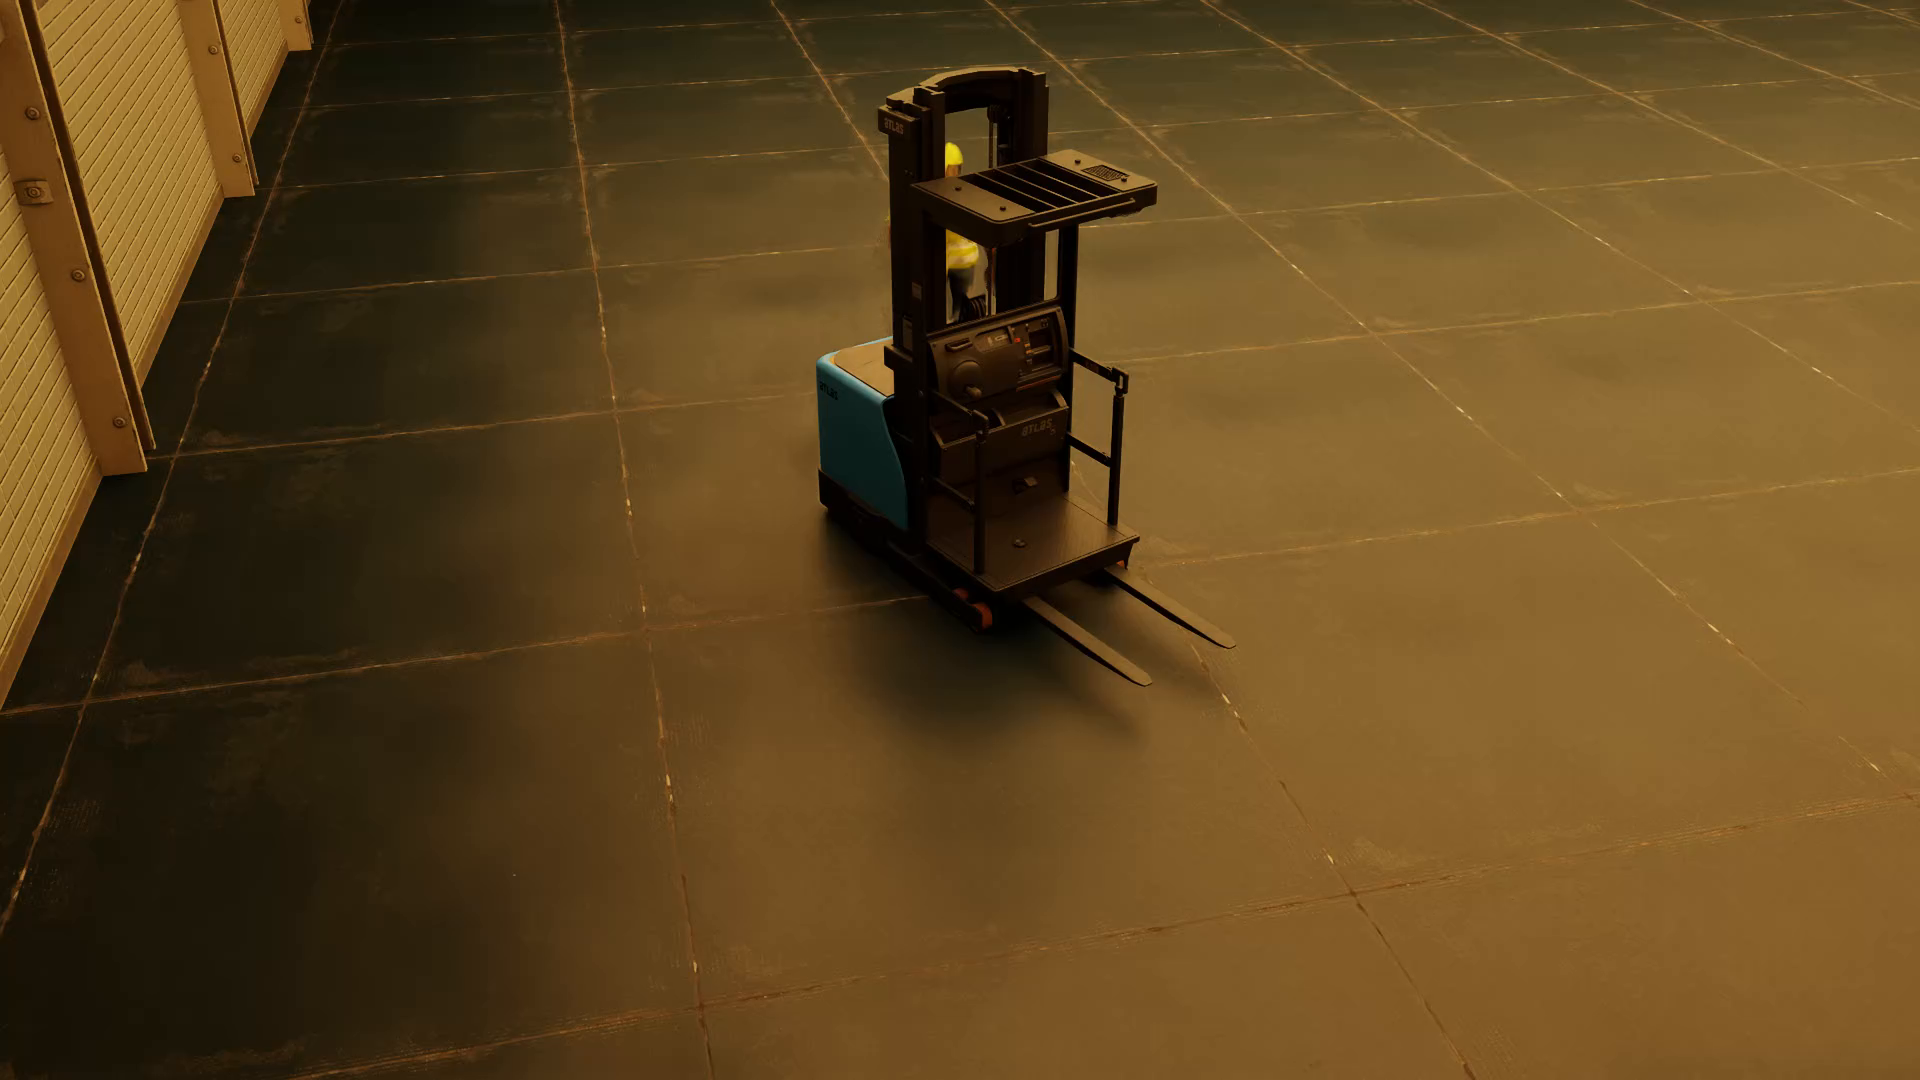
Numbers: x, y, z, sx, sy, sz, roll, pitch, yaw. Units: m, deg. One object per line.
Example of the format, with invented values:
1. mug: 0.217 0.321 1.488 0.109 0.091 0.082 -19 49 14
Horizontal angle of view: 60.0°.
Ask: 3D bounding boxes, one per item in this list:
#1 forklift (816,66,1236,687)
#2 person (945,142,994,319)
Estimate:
1. forklift: 0.355 -1.021 9.338 1.130 2.935 3.031 -20 35 -30
2. person: -0.096 -2.114 12.411 0.714 1.747 0.470 1 30 2
